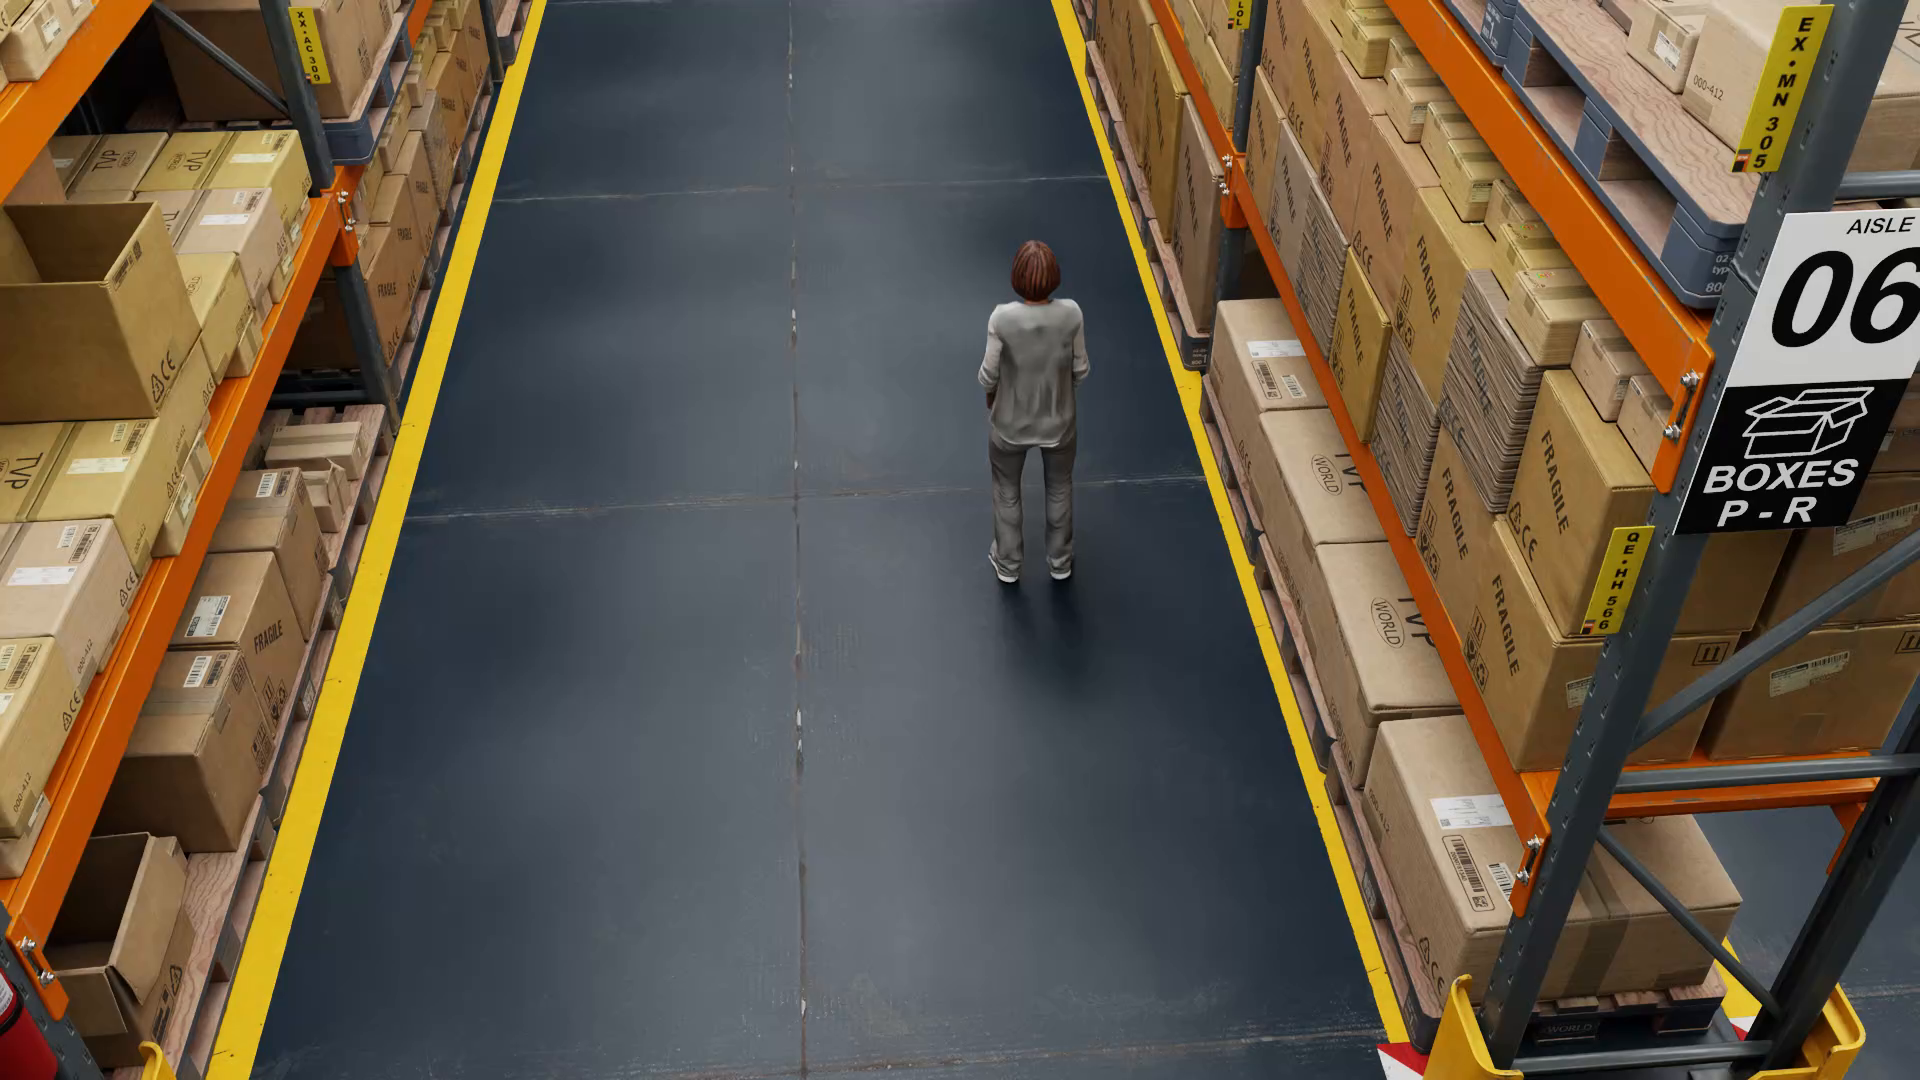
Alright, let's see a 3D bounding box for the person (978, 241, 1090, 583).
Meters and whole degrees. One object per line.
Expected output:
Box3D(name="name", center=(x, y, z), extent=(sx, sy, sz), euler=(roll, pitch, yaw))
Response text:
Box3D(name="person", center=(0.293, -0.499, 6.759), extent=(0.445, 1.602, 0.371), euler=(-3, 40, -4))
